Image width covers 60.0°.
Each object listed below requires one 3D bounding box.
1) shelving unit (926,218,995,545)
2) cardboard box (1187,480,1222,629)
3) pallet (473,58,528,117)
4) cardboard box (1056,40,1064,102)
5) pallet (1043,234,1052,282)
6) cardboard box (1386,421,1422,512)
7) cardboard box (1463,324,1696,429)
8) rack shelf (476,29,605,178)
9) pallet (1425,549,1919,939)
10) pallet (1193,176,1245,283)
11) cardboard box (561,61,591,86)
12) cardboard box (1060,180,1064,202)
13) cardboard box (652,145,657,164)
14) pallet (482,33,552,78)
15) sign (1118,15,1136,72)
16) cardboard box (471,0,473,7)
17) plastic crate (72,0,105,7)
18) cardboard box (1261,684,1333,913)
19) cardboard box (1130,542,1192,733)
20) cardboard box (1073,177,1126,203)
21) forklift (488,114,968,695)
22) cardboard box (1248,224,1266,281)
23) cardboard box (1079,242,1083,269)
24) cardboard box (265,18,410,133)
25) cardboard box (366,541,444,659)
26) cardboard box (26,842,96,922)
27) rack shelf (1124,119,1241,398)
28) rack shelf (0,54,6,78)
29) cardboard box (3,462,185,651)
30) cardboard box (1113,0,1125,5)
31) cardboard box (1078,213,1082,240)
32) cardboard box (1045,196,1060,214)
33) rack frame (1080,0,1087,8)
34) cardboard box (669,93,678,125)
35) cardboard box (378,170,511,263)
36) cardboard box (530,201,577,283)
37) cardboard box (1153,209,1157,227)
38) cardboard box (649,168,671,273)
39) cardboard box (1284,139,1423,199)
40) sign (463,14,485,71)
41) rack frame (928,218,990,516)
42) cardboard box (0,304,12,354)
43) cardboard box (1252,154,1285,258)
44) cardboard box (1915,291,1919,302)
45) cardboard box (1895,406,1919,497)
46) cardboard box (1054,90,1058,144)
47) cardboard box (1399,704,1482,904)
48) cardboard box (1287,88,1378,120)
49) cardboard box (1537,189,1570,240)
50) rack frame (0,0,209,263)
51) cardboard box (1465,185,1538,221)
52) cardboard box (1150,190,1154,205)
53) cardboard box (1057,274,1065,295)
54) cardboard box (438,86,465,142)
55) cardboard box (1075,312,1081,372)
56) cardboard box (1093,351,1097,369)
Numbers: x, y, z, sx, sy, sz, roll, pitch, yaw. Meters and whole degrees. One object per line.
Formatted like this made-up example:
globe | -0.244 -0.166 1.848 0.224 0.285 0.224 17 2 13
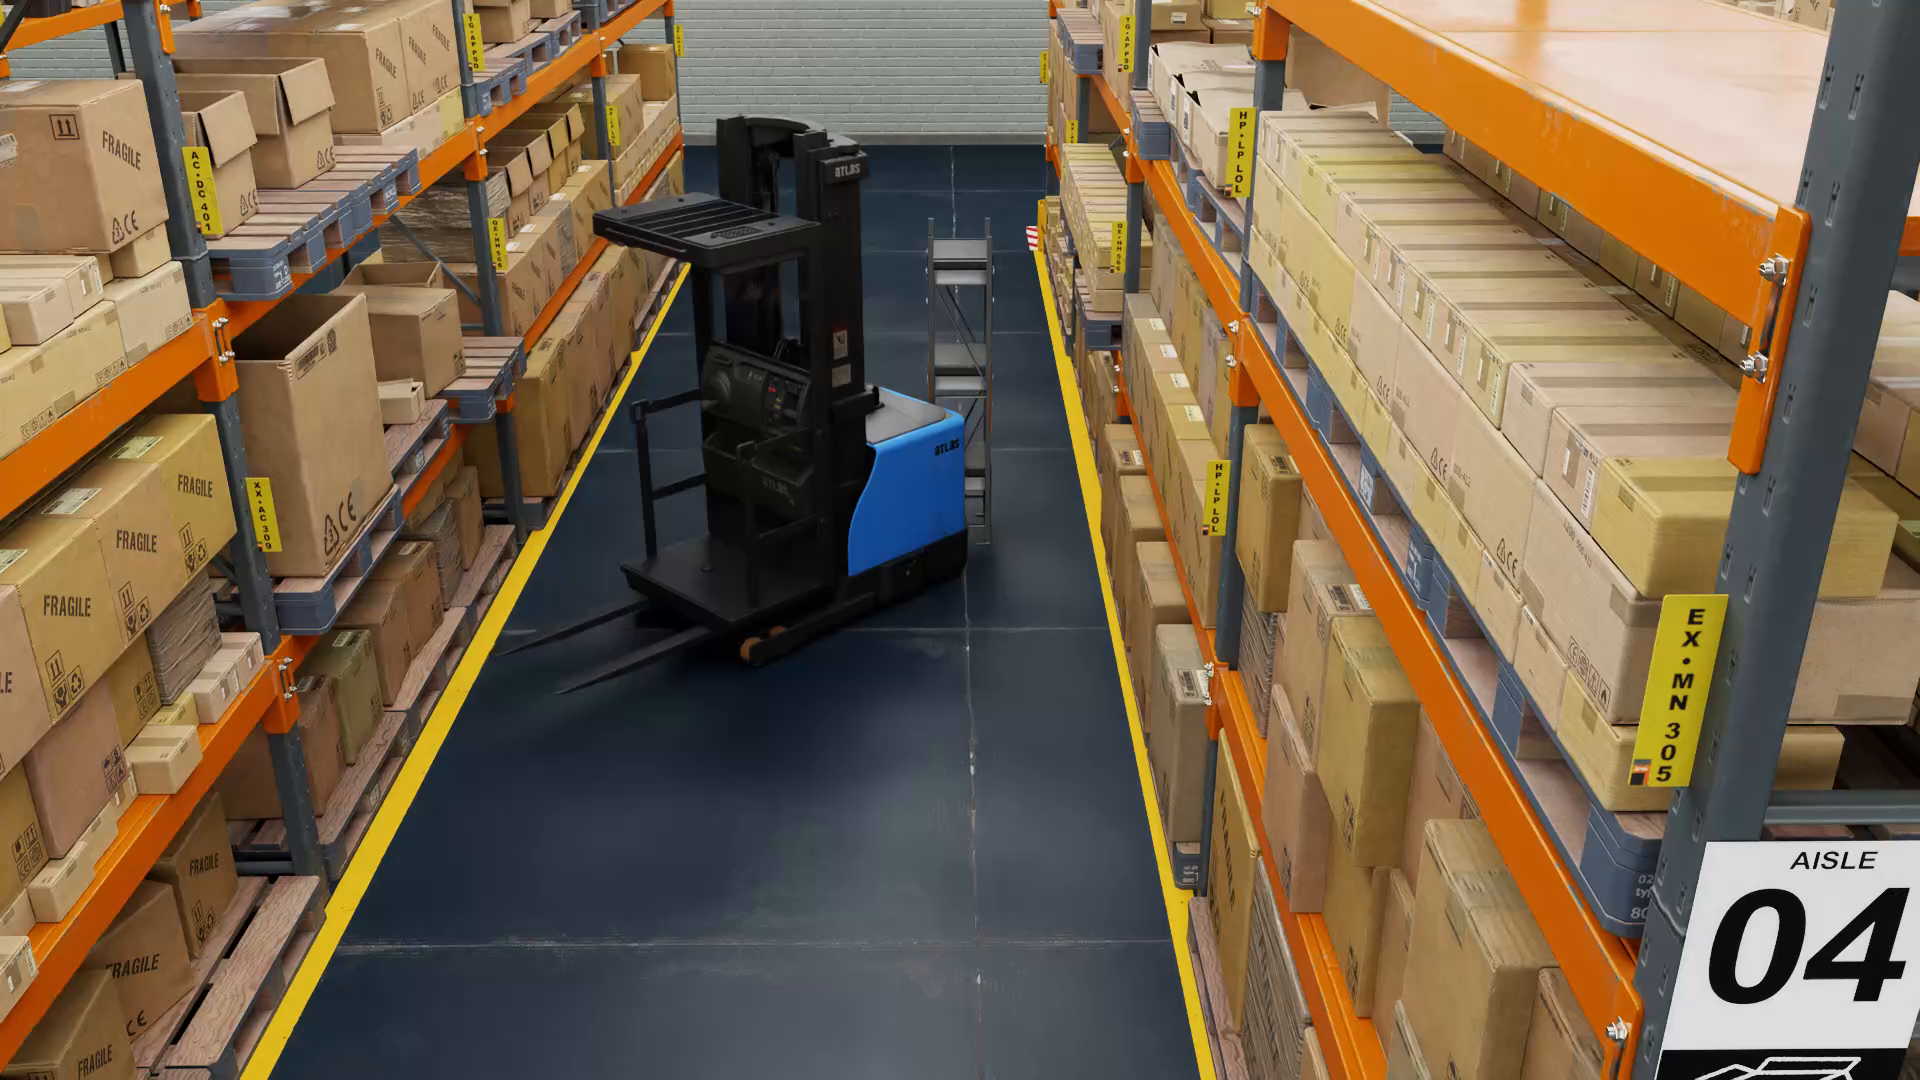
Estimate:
shelving unit | -0.002 -1.025 10.968 0.431 2.100 0.503 0 24 -1
cardboard box | 1.301 0.058 7.359 0.500 0.500 0.500 0 24 -1
pallet | -3.490 -2.895 10.601 1.213 0.211 1.003 1 24 2
cardboard box | 1.187 -4.445 15.743 0.500 0.500 0.500 -1 24 -2
pallet | 1.418 -2.990 17.605 1.003 0.211 1.213 0 24 -1
cardboard box | 1.262 -0.182 4.046 0.380 0.149 0.250 0 24 0
cardboard box | 1.266 -0.339 3.425 0.380 0.149 0.250 0 24 0
rack shelf | -3.452 -3.213 11.947 1.077 0.370 4.000 0 24 -1
pallet | 1.599 0.334 3.339 1.003 0.211 1.213 0 24 -1
pallet | 1.515 -1.339 7.163 0.805 0.209 1.217 -1 24 -3
cardboard box | -3.765 -4.437 16.331 0.500 0.500 0.500 -1 24 -2
cardboard box | 1.031 -2.891 13.798 0.380 0.149 0.250 -1 24 -3
cardboard box | -3.168 -3.757 16.221 0.380 0.149 0.250 0 24 0
pallet | -3.505 -3.356 11.620 1.003 0.211 1.213 1 24 2
sign | 0.988 -2.931 9.823 0.100 0.325 0.005 0 24 -1
cardboard box | -3.606 -3.560 11.210 0.500 0.500 0.500 1 24 2
plastic crate | -8.199 -5.020 15.390 0.437 0.136 0.530 0 24 -1
cardboard box | 1.507 0.851 5.546 0.875 0.550 0.550 0 24 -1
cardboard box | 1.471 0.499 8.728 1.050 0.750 0.750 0 24 -1
cardboard box | 1.047 -2.629 12.497 0.380 0.149 0.250 1 24 1
forklift | -1.345 -0.846 9.564 1.130 2.935 3.031 22 32 40
cardboard box | 1.238 -1.020 5.899 0.380 0.149 0.250 -1 24 -1
cardboard box | 1.058 -2.030 11.895 0.380 0.149 0.250 -1 24 -3
cardboard box | -3.168 -2.379 8.502 0.500 0.500 0.500 0 24 0
cardboard box | -3.371 0.327 9.387 0.700 0.500 0.500 2 24 4
cardboard box | -3.089 1.118 5.442 0.380 0.149 0.250 0 24 -1
rack shelf | 1.552 -1.545 8.260 1.077 0.370 4.000 0 24 -1
rack shelf | -8.405 -3.191 11.897 1.077 0.370 4.000 0 24 -1
cardboard box | -3.100 0.052 5.799 0.500 0.500 0.500 0 24 -1
cardboard box | 1.232 -3.787 11.293 0.396 0.266 0.258 0 24 -1
cardboard box | 1.054 -2.276 12.076 0.380 0.149 0.250 0 24 1
cardboard box | 1.109 -3.573 17.738 0.380 0.149 0.250 -1 24 -3
rack frame | 1.487 -5.712 12.960 1.000 3.000 0.127 0 24 -1
cardboard box | -3.247 -4.515 17.414 0.500 0.250 0.500 -1 24 -1
cardboard box | -3.422 -2.154 11.033 0.797 0.503 0.637 1 24 1
cardboard box | -3.184 -2.226 12.411 0.500 0.500 0.500 0 24 0
cardboard box | 1.705 -2.465 12.856 0.380 0.149 0.250 -1 24 -3
cardboard box | -3.420 -3.231 16.823 0.875 0.875 0.875 0 24 -1
cardboard box | 1.245 -1.174 5.271 0.380 0.149 0.250 0 24 -1
sign | -2.888 -2.954 9.873 0.100 0.325 0.005 0 24 -1
rack frame | -0.004 -1.125 11.190 0.400 2.100 0.015 0 24 -1
cardboard box | -3.135 -0.615 5.028 0.380 0.149 0.250 1 24 1
cardboard box | 1.300 -1.150 5.703 0.500 0.250 0.500 0 24 0
cardboard box | 6.220 -1.752 11.060 0.500 0.250 0.500 0 24 -1
cardboard box | 1.931 -0.129 2.961 0.380 0.149 0.250 0 24 0
cardboard box | 1.196 -4.199 16.413 0.500 0.500 0.500 0 24 0
cardboard box | 1.684 0.795 4.360 0.875 0.550 0.550 0 24 -1
cardboard box | 1.766 -1.997 7.917 0.396 0.266 0.258 0 24 -1
cardboard box | 1.909 -0.968 4.816 0.380 0.149 0.250 0 24 0
rack frame | -3.386 -2.435 5.714 1.000 3.000 0.127 0 24 -1
cardboard box | 1.842 -0.943 5.245 0.500 0.250 0.500 0 24 -1
cardboard box | 1.700 -2.705 13.024 0.380 0.149 0.250 -1 24 -2
cardboard box | 1.131 -2.458 15.994 0.380 0.149 0.250 0 24 -1
cardboard box | -3.180 -2.453 9.576 0.500 0.250 0.500 0 24 0
cardboard box | 1.230 -1.725 13.949 0.500 0.500 0.500 1 24 1
cardboard box | 1.255 -1.423 12.369 0.500 0.250 0.500 0 24 1
